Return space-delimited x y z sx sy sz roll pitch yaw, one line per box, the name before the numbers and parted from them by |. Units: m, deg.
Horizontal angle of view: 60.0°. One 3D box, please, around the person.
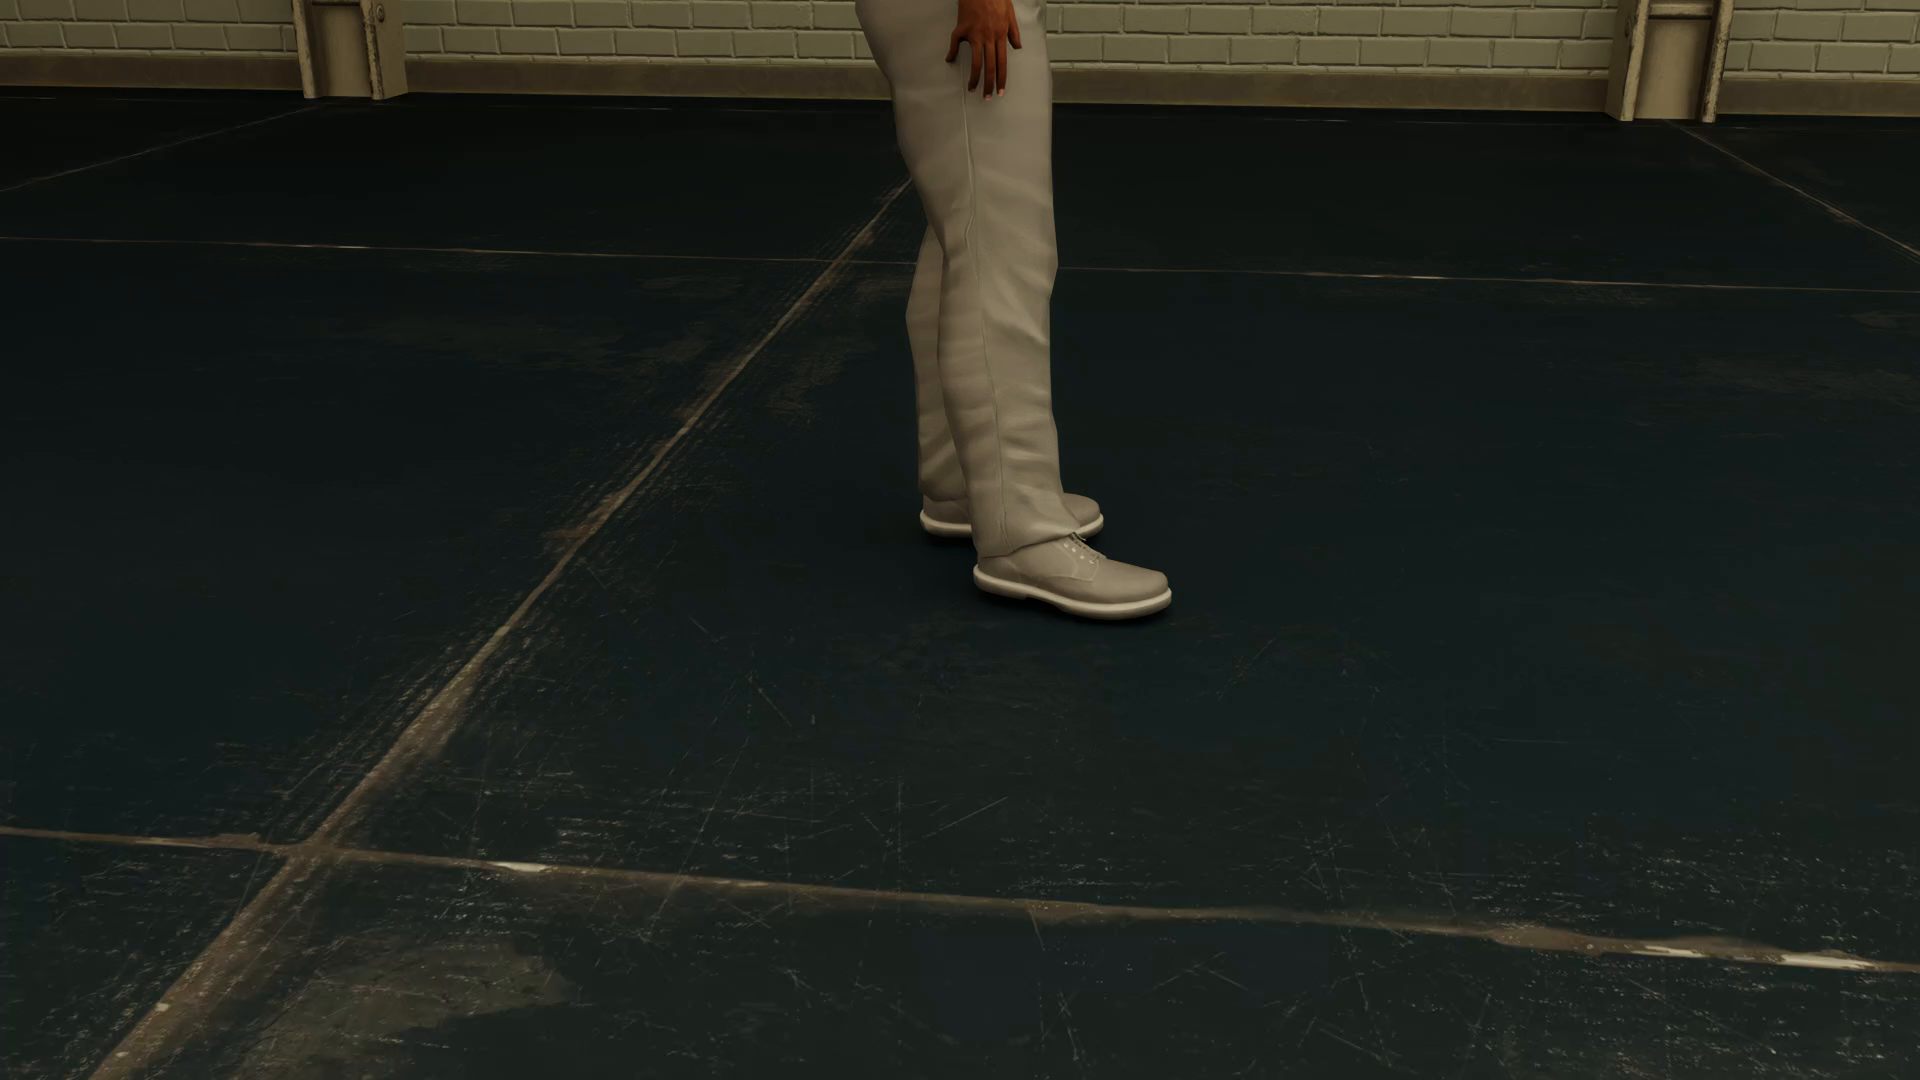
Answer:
person | 0.071 -0.782 2.331 0.530 1.694 0.569 3 22 7
